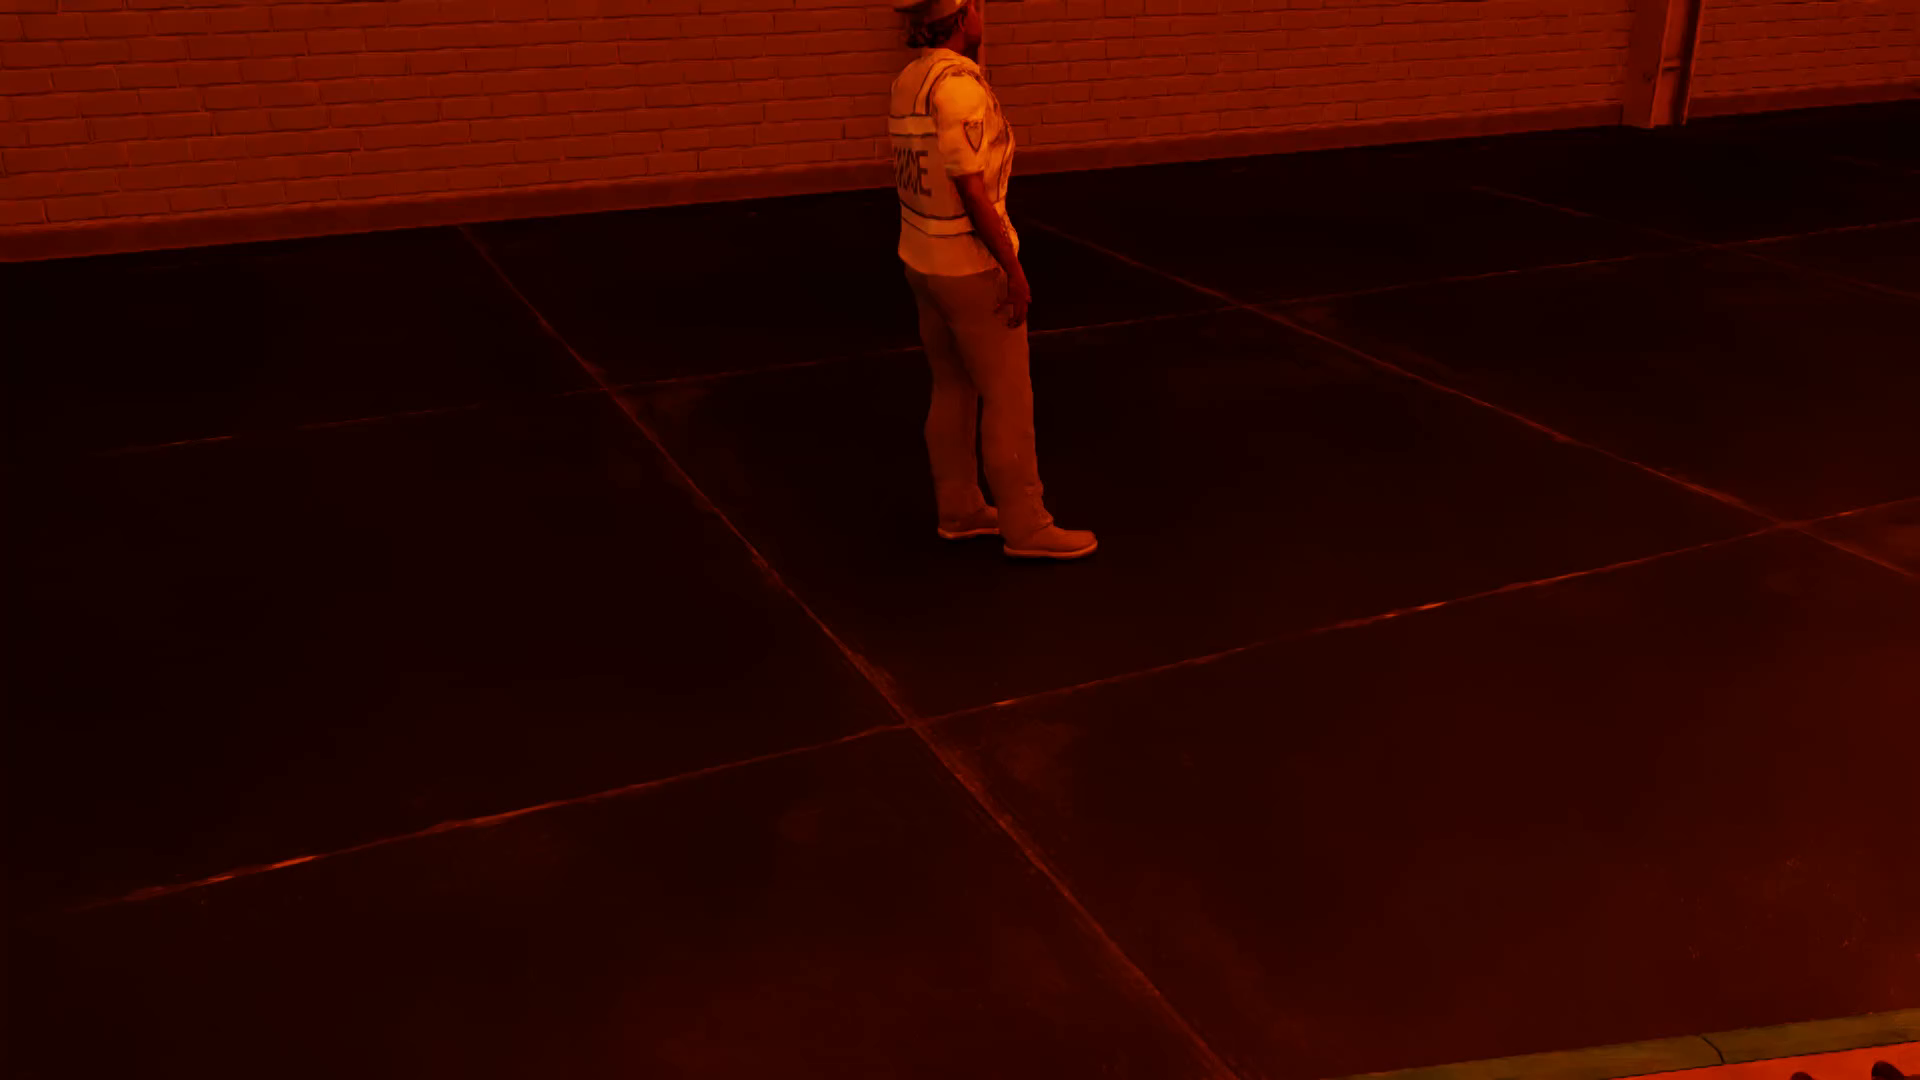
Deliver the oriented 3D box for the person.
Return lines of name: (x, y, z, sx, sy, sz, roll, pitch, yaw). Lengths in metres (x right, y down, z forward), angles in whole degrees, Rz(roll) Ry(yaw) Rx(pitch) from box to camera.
person: (0.076, -0.795, 4.792, 0.529, 1.695, 0.570, -10, 25, -23)
